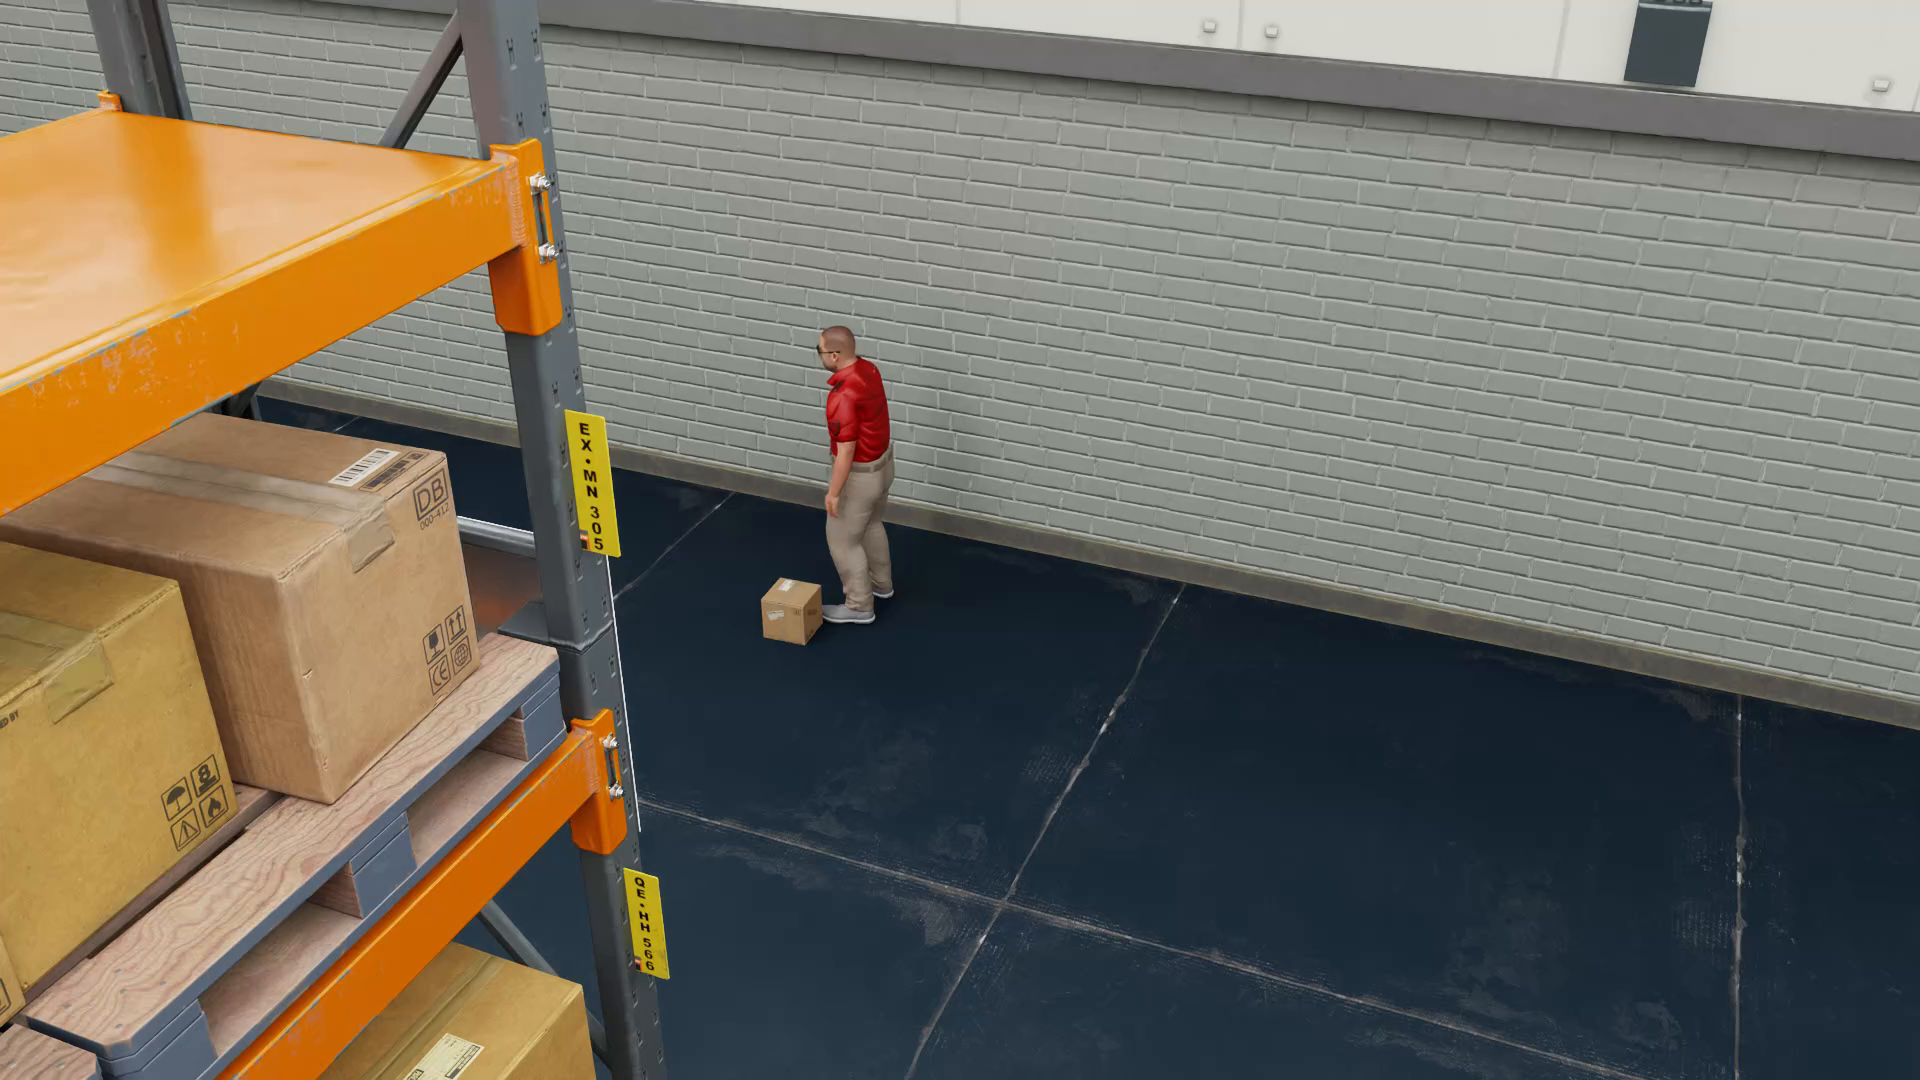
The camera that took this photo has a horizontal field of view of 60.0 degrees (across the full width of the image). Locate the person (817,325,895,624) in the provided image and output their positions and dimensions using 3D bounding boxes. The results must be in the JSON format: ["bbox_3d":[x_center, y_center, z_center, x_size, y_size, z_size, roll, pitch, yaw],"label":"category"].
[{"bbox_3d":[-0.571,-0.359,9.049,0.389,1.727,0.606,10,31,16],"label":"person"}]
